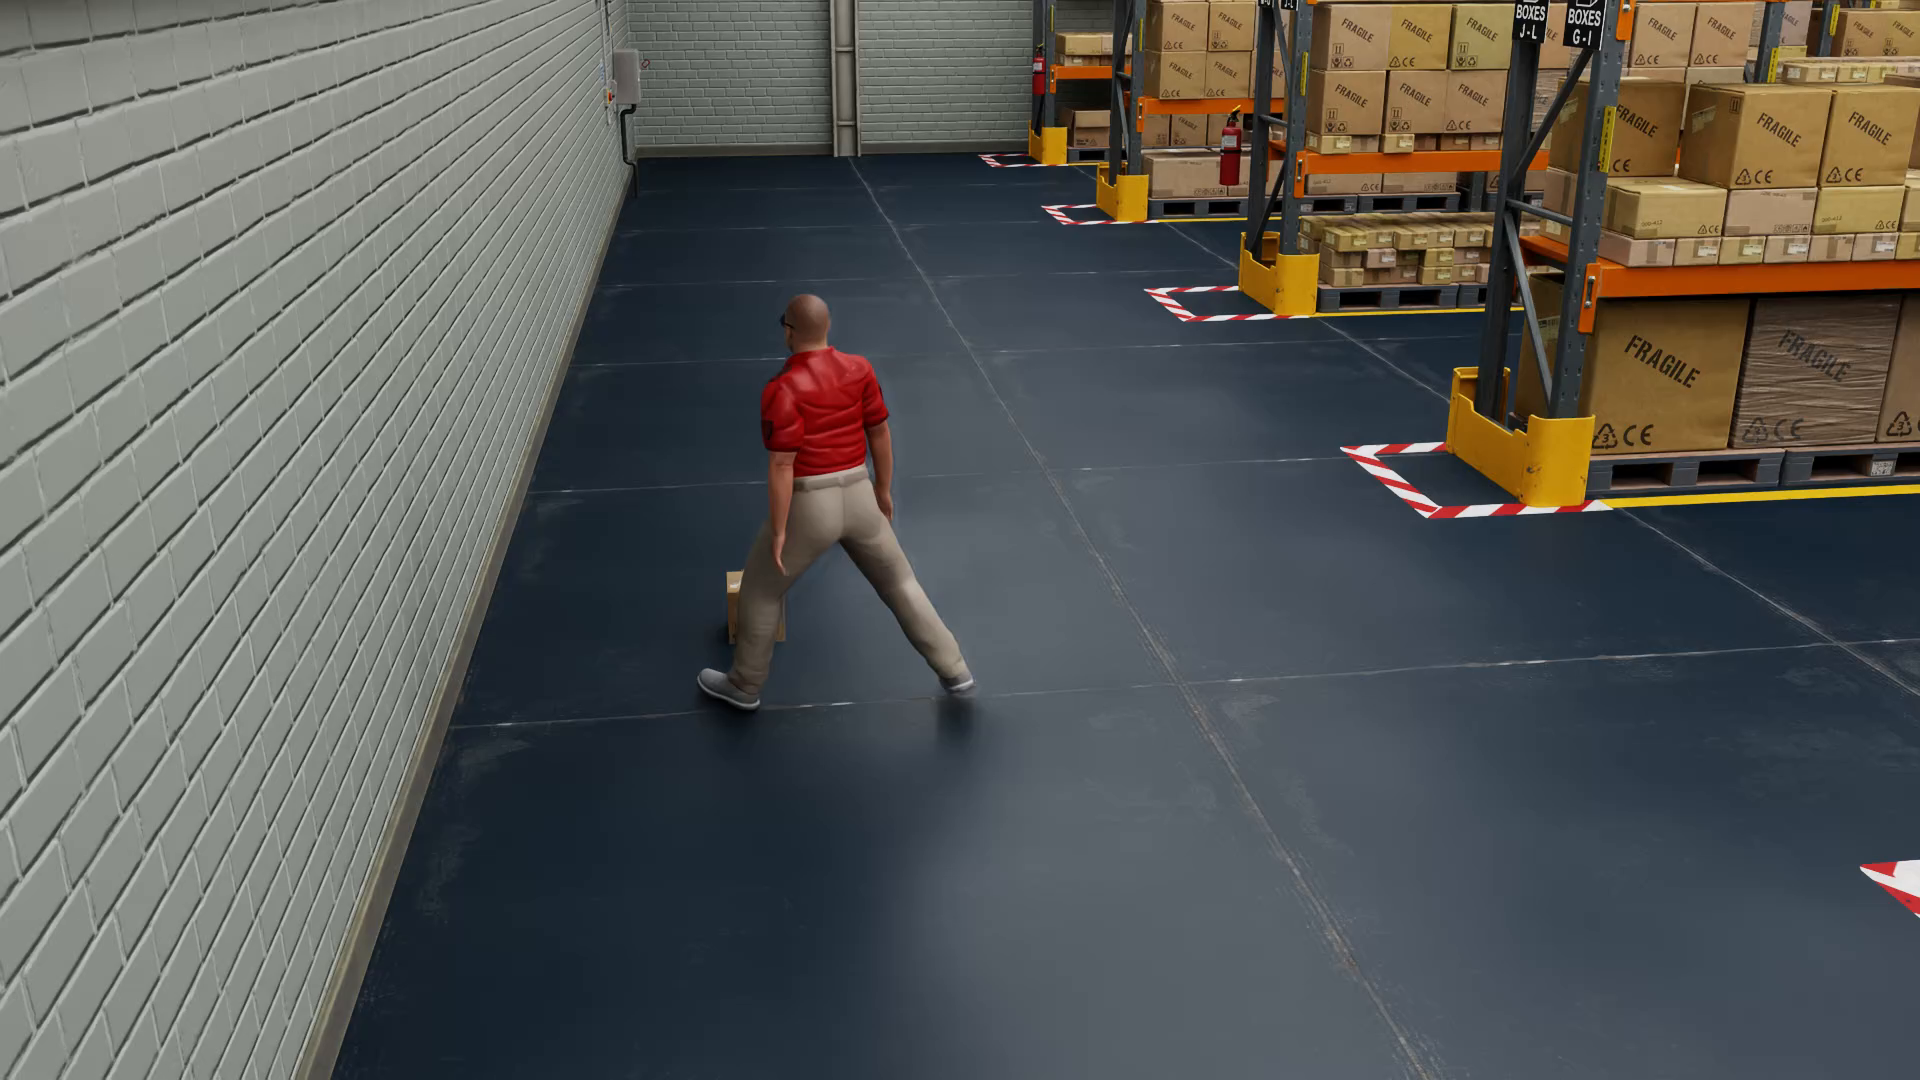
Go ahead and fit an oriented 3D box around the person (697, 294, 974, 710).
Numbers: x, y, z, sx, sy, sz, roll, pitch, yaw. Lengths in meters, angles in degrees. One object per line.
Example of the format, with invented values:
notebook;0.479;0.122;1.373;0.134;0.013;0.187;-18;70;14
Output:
person;-0.477;-0.139;6.521;0.914;1.677;0.901;-15;24;-35
